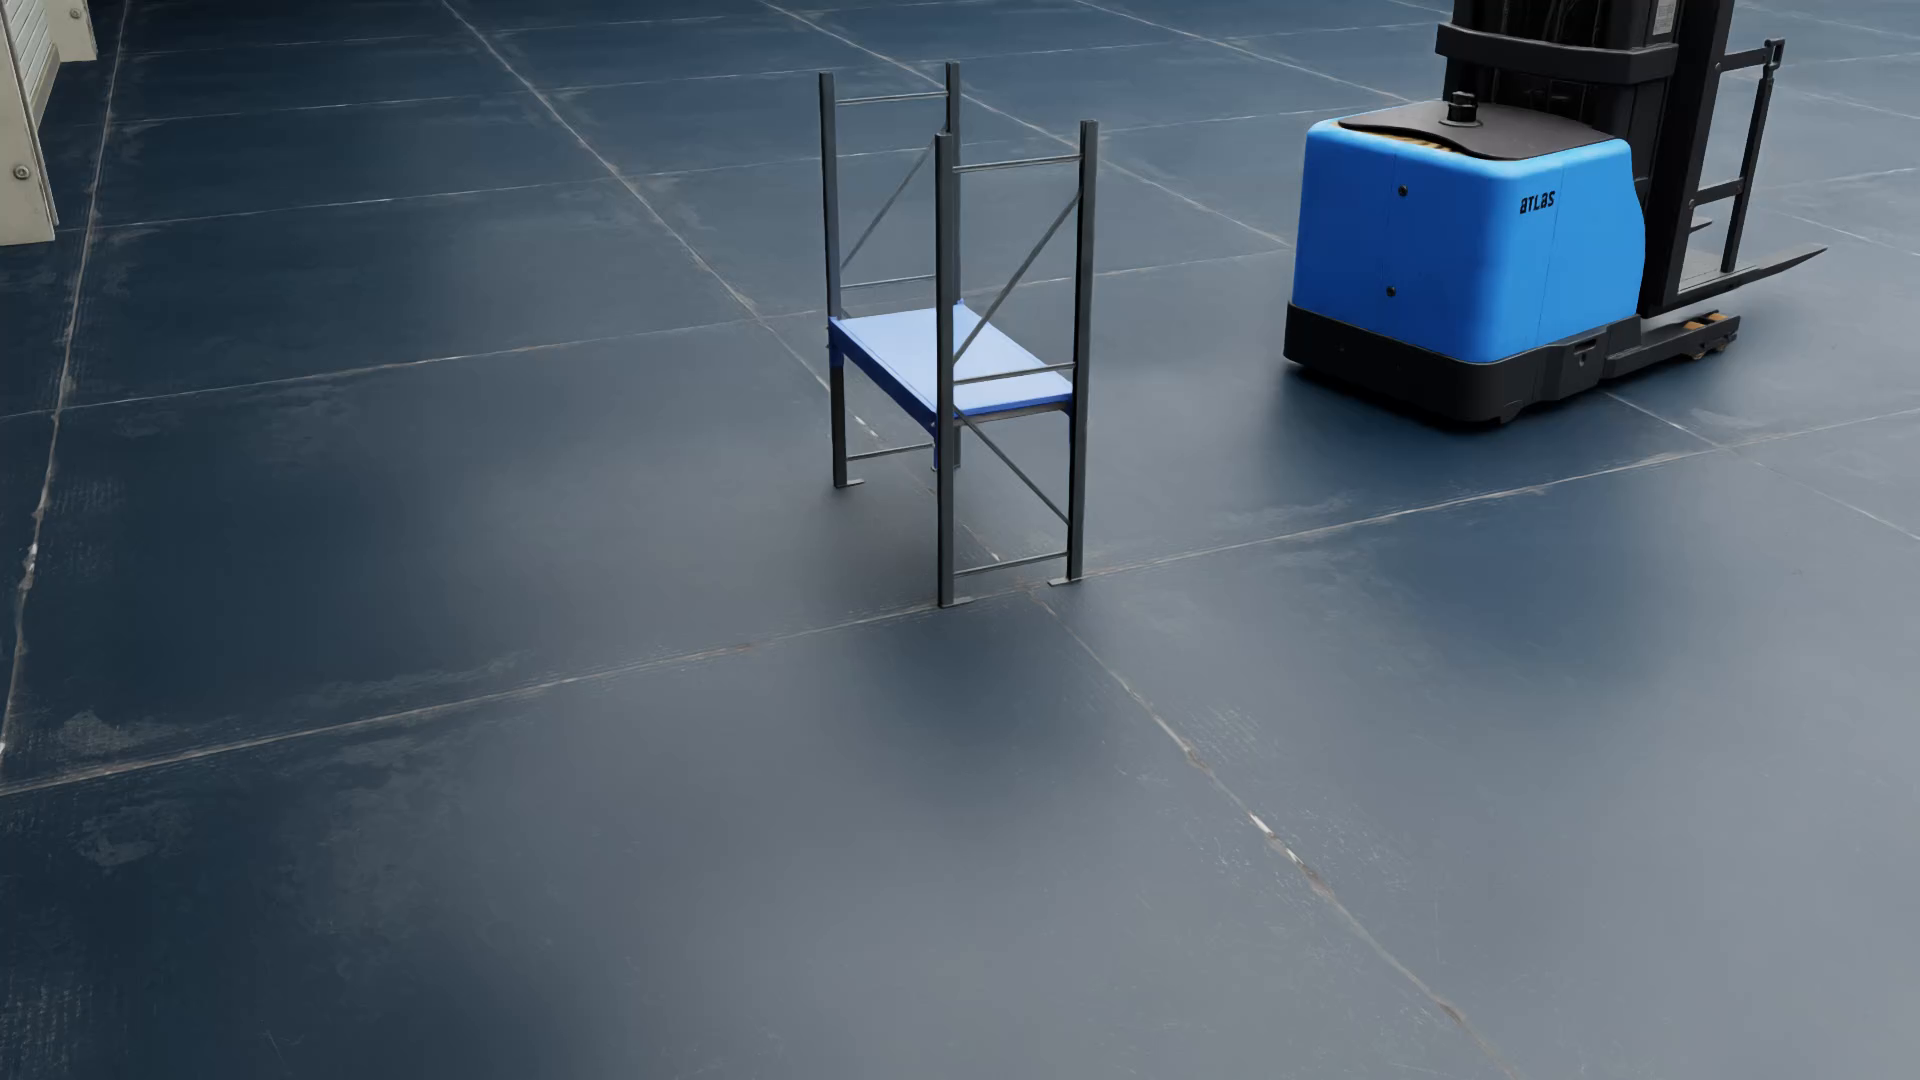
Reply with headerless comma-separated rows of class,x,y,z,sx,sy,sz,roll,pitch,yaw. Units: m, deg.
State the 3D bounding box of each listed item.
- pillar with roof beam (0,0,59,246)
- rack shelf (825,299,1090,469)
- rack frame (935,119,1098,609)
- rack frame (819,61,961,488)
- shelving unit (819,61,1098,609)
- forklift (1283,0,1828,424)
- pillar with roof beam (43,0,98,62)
pillar with roof beam,-1.219,-6.479,8.762,9.100,9.000,0.400,-11,28,-21
rack shelf,-0.033,-0.547,5.570,0.538,0.185,1.000,-11,28,-21
rack frame,0.166,-0.503,5.071,0.500,1.500,0.032,-11,28,-21
rack frame,-0.232,-0.914,5.912,0.500,1.500,0.032,-11,28,-21
shelving unit,-0.033,-0.708,5.491,0.538,1.500,1.048,-11,28,-21
forklift,2.886,-2.283,7.086,3.031,2.935,1.130,-19,32,-33
pillar with roof beam,-3.569,-8.901,13.723,9.100,9.000,0.400,-11,28,-21
